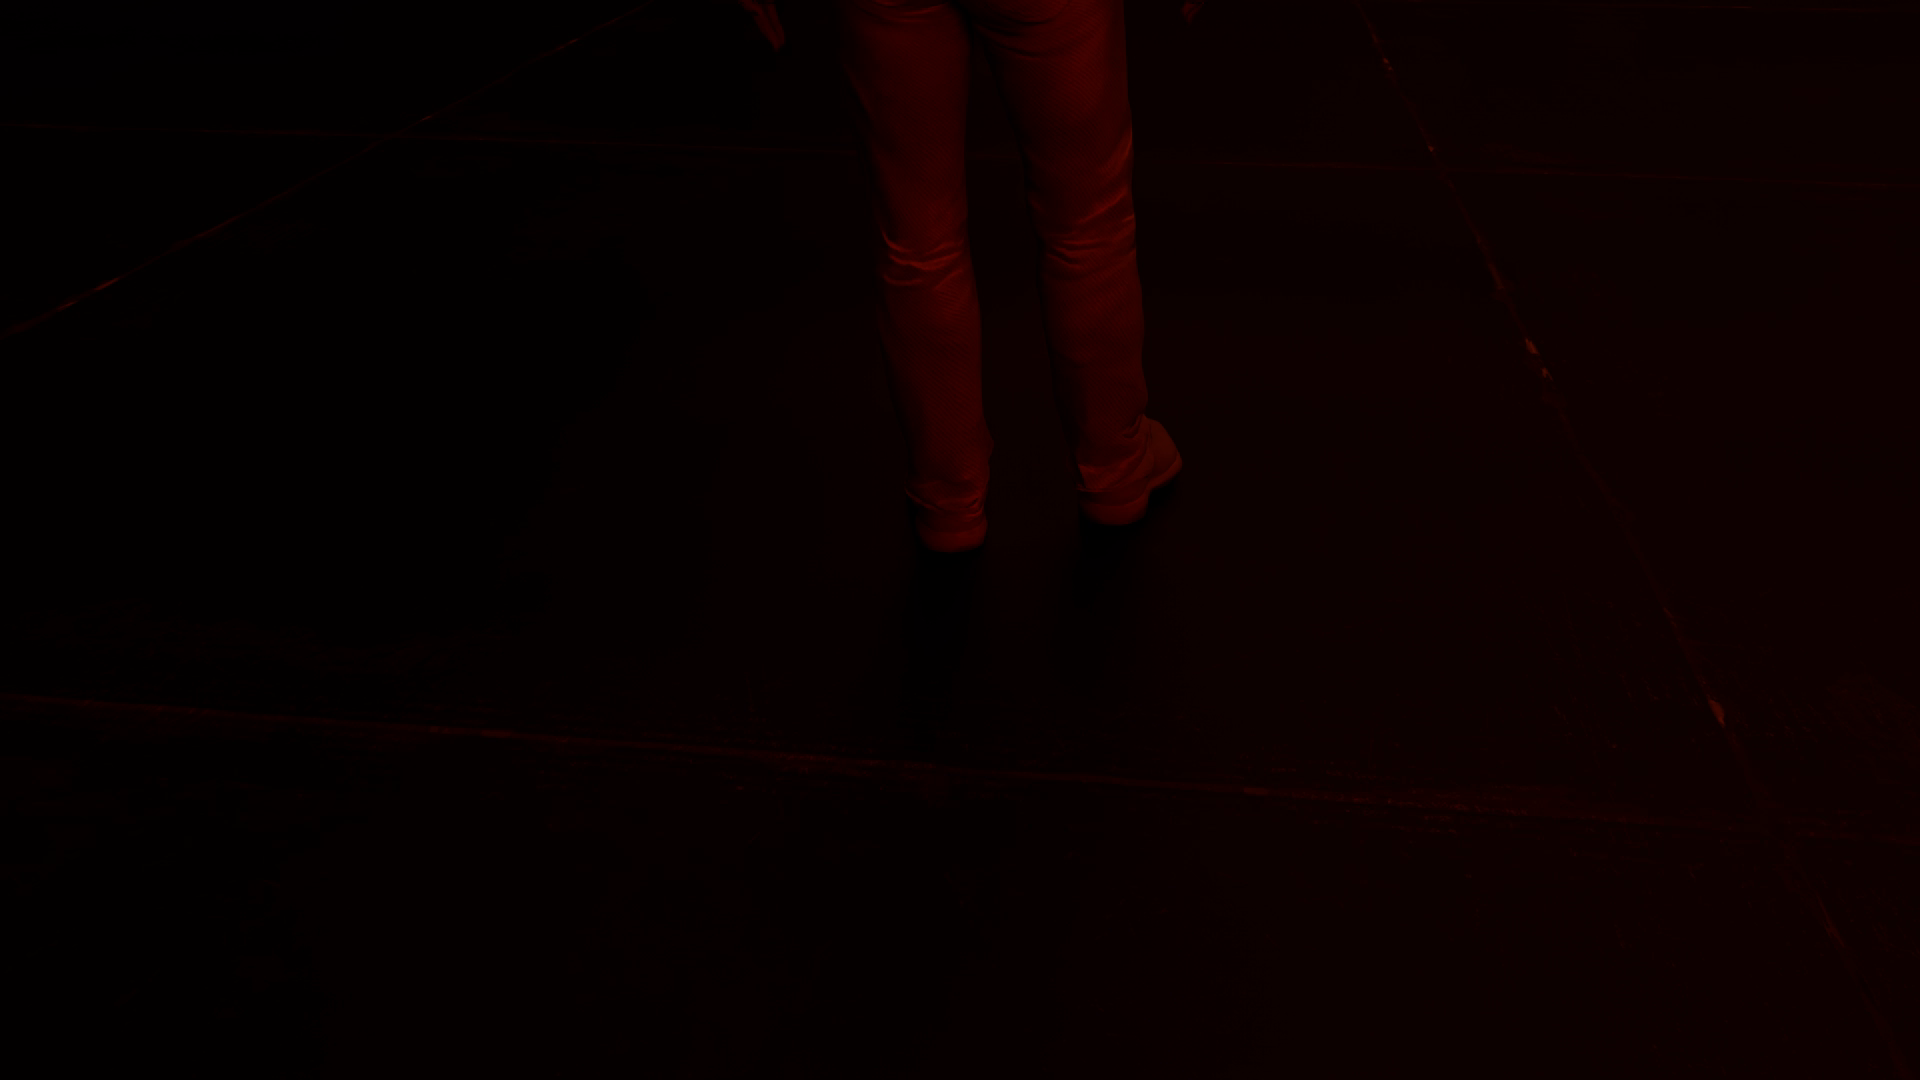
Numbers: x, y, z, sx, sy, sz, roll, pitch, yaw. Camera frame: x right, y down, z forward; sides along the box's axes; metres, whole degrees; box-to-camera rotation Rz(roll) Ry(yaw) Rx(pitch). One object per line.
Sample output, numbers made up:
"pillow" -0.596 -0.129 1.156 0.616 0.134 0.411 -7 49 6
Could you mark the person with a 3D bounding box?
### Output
"person" 0.014 -0.827 2.164 0.666 1.768 0.575 3 27 7
